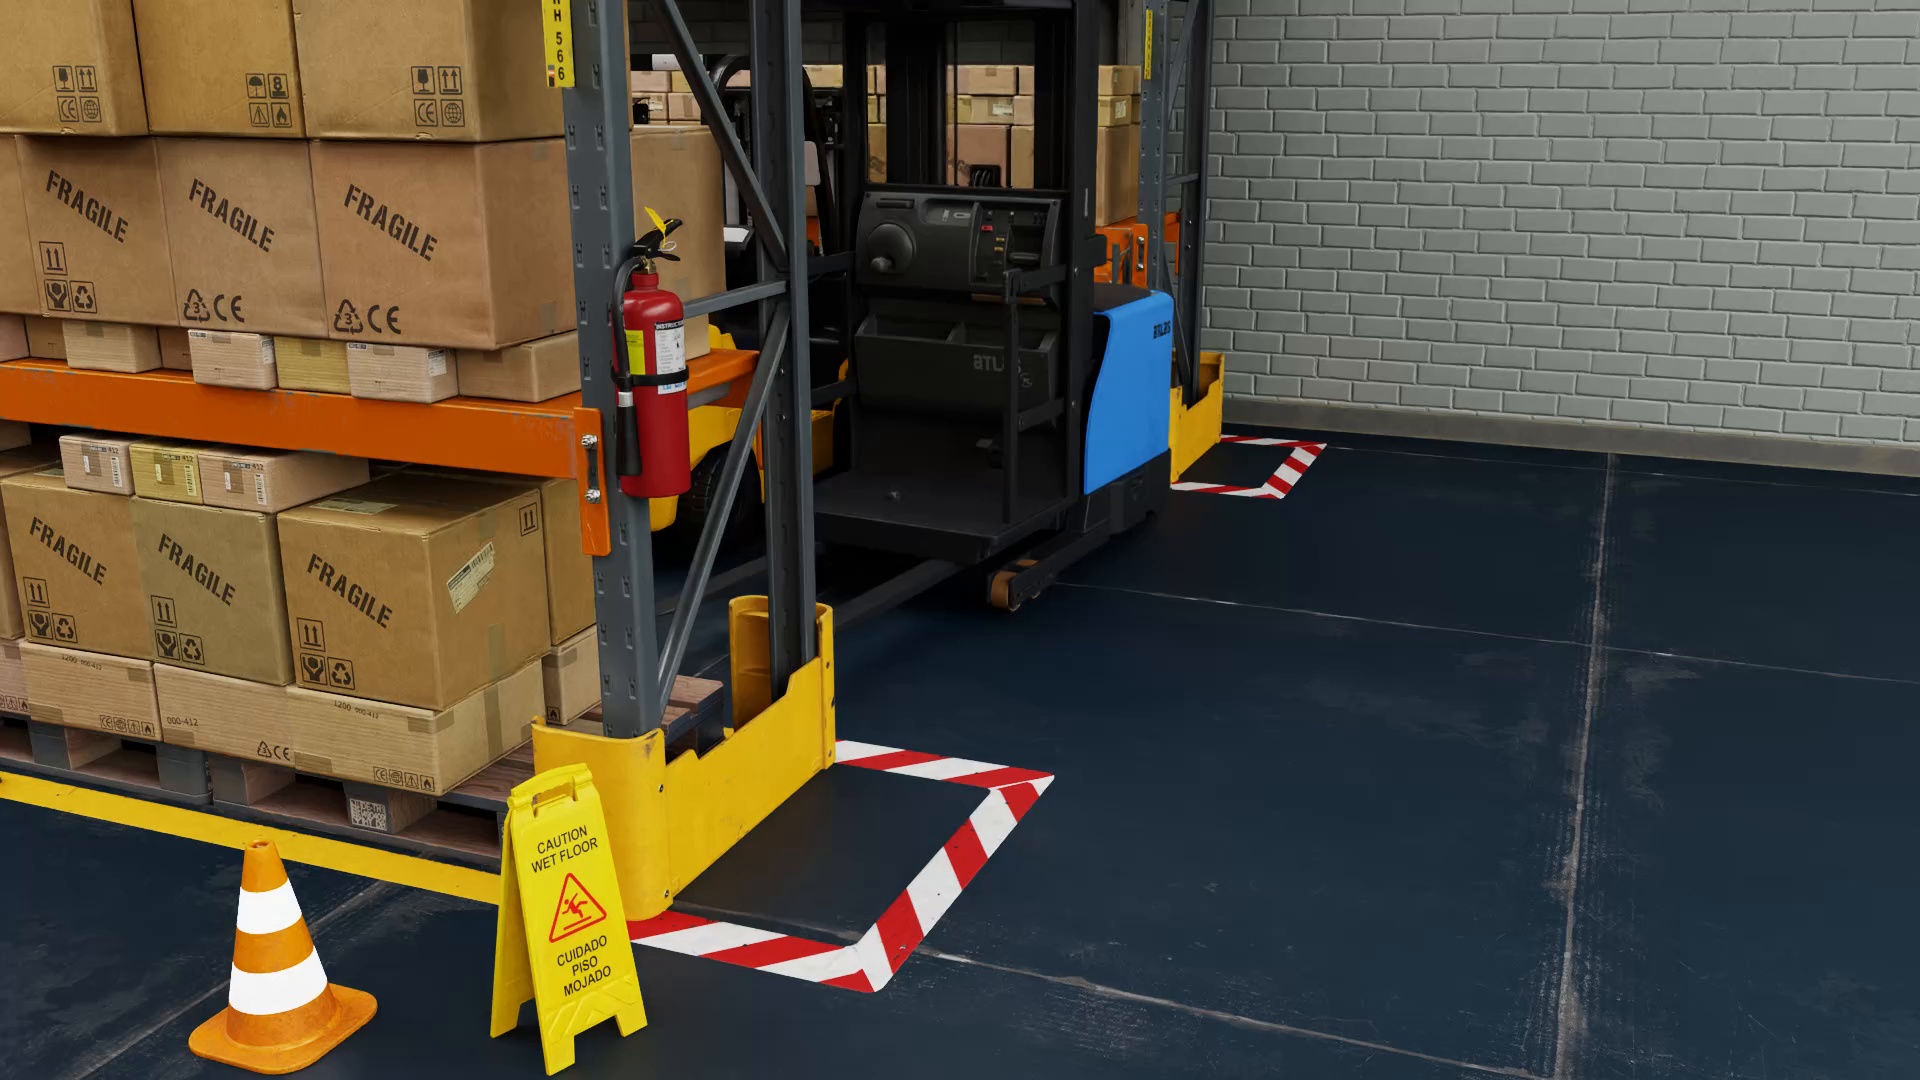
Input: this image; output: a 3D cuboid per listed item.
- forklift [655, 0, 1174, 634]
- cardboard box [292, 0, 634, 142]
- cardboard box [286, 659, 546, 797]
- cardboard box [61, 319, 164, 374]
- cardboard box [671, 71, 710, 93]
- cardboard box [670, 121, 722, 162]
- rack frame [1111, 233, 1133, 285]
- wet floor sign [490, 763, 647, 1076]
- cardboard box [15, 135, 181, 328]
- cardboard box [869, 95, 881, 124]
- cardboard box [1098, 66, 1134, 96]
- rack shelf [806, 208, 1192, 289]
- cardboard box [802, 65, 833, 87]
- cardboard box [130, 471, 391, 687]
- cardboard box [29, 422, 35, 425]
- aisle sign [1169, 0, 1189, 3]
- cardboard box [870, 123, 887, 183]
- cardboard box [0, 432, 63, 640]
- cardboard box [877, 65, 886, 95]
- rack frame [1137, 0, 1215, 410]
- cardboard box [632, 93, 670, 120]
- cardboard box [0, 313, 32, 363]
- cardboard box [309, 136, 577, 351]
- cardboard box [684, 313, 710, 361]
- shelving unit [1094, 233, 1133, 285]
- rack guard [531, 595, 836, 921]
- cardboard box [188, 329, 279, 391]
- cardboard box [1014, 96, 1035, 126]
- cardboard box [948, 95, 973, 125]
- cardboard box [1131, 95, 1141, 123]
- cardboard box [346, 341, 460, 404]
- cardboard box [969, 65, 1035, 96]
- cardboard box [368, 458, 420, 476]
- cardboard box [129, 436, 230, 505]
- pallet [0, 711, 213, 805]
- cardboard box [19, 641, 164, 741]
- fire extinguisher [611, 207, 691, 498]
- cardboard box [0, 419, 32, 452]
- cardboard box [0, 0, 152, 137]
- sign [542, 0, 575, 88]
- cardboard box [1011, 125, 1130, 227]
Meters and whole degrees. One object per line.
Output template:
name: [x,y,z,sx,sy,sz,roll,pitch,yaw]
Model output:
forklift: [-0.114,-1.261,6.761,1.130,2.935,3.031,9,18,27]
cardboard box: [-1.234,-1.280,4.197,0.500,0.500,0.700,6,17,19]
cardboard box: [-1.552,0.490,4.785,0.500,0.250,0.500,6,17,20]
cardboard box: [-2.320,-0.588,4.771,0.250,0.149,0.380,6,17,20]
cardboard box: [-1.424,-2.604,9.386,0.250,0.149,0.380,6,17,20]
cardboard box: [-1.303,-2.145,9.502,0.500,0.500,0.500,6,17,20]
rack frame: [0.801,-0.965,8.440,0.032,1.125,0.500,5,17,13]
wet floor sign: [-0.894,0.814,3.712,0.232,0.644,0.267,14,21,40]
cardboard box: [-2.213,-0.893,4.656,0.500,0.500,0.500,6,17,20]
cardboard box: [-0.488,-2.348,9.040,0.250,0.149,0.380,6,17,21]
cardboard box: [0.729,-2.386,8.635,0.250,0.149,0.380,6,17,21]
rack shelf: [-0.721,-1.760,9.648,4.000,0.370,1.077,6,17,21]
cardboard box: [-0.700,-2.541,9.170,0.250,0.149,0.380,7,17,21]
cardboard box: [-2.006,0.078,4.857,0.500,0.500,0.500,7,18,23]
cardboard box: [-3.277,-0.222,5.890,0.500,0.500,0.500,7,17,22]
aisle sign: [1.093,-3.067,8.195,0.004,0.787,0.394,6,17,21]
cardboard box: [-0.371,-2.039,9.139,0.500,0.500,0.500,6,17,20]
cardboard box: [-2.966,-0.028,5.225,0.500,0.500,0.500,7,18,24]
cardboard box: [-0.253,-2.465,8.909,0.250,0.149,0.380,7,18,22]
rack frame: [1.139,-1.901,8.843,0.127,3.000,1.000,6,17,21]
cardboard box: [-1.685,-2.479,9.490,0.250,0.149,0.380,7,17,22]
cardboard box: [-2.793,-0.635,4.931,0.250,0.149,0.380,6,17,20]
cardboard box: [-1.284,-0.788,4.296,0.500,0.500,0.500,6,17,20]
cardboard box: [-0.919,-0.581,4.746,0.250,0.149,0.380,6,17,21]
shelving unit: [0.308,-1.009,8.553,1.048,1.125,0.538,5,17,13]
rack guard: [-0.749,0.579,4.782,0.348,0.500,1.175,6,17,21]
cardboard box: [-1.862,-0.523,4.546,0.250,0.149,0.380,7,17,22]
cardboard box: [0.465,-2.242,8.674,0.250,0.149,0.380,7,17,22]
cardboard box: [0.020,-2.313,8.917,0.250,0.149,0.380,6,17,20]
cardboard box: [0.919,-2.363,9.089,0.250,0.149,0.380,6,17,19]
cardboard box: [-1.381,-0.473,4.373,0.250,0.149,0.380,6,17,20]
cardboard box: [0.235,-2.423,8.762,0.250,0.149,0.380,7,17,22]
cardboard box: [-1.838,-0.064,5.347,0.500,0.500,0.500,6,17,19]
cardboard box: [-2.118,-0.227,4.747,0.250,0.149,0.380,7,17,22]
pallet: [-2.623,0.500,5.572,1.213,0.211,1.003,6,17,21]
cardboard box: [-2.497,0.385,5.145,0.500,0.250,0.500,6,17,19]
fire extinguisher: [-0.741,-0.445,3.966,0.183,0.674,0.296,6,17,21]
cardboard box: [-3.125,-0.338,5.128,0.250,0.149,0.380,7,18,24]
cardboard box: [-2.214,-1.359,4.470,0.500,0.500,0.700,6,17,20]
sign: [-0.901,-1.179,3.713,0.005,0.325,0.100,6,17,21]
cardboard box: [0.585,-1.932,8.767,0.500,0.500,0.500,6,17,19]
